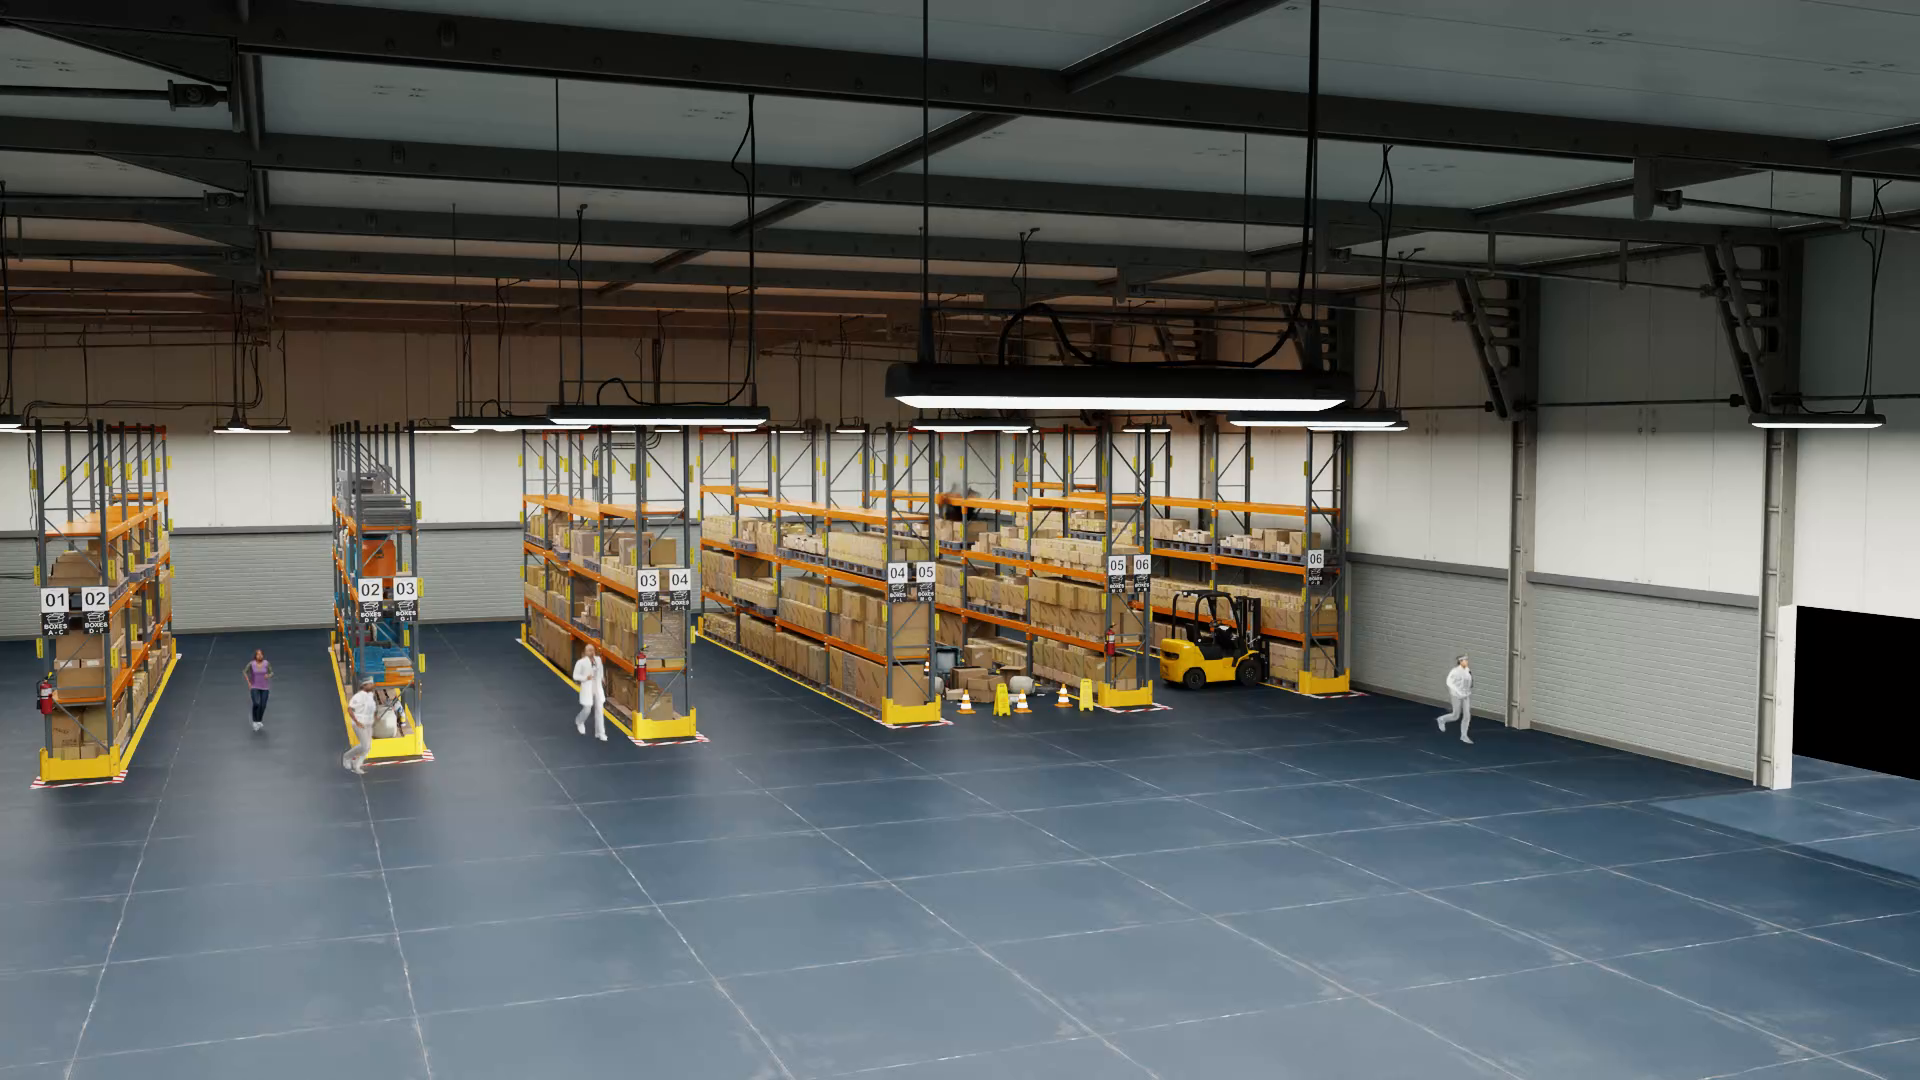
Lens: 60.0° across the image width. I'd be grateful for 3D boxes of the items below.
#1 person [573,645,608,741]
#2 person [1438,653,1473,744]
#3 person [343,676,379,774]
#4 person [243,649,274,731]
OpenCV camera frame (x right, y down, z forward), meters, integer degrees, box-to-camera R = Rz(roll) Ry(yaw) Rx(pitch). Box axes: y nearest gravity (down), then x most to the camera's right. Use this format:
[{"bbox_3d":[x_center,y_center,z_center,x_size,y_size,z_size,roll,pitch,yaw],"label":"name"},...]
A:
[{"bbox_3d":[-6.949,2.961,31.329,0.711,1.548,1.060,-3,5,-38],"label":"person"},{"bbox_3d":[9.379,2.944,31.312,0.642,1.683,0.838,-2,4,-34],"label":"person"},{"bbox_3d":[-10.191,3.149,28.411,0.539,1.647,0.583,1,4,17],"label":"person"},{"bbox_3d":[-13.625,2.920,32.353,0.529,1.568,0.667,-2,4,-32],"label":"person"}]
